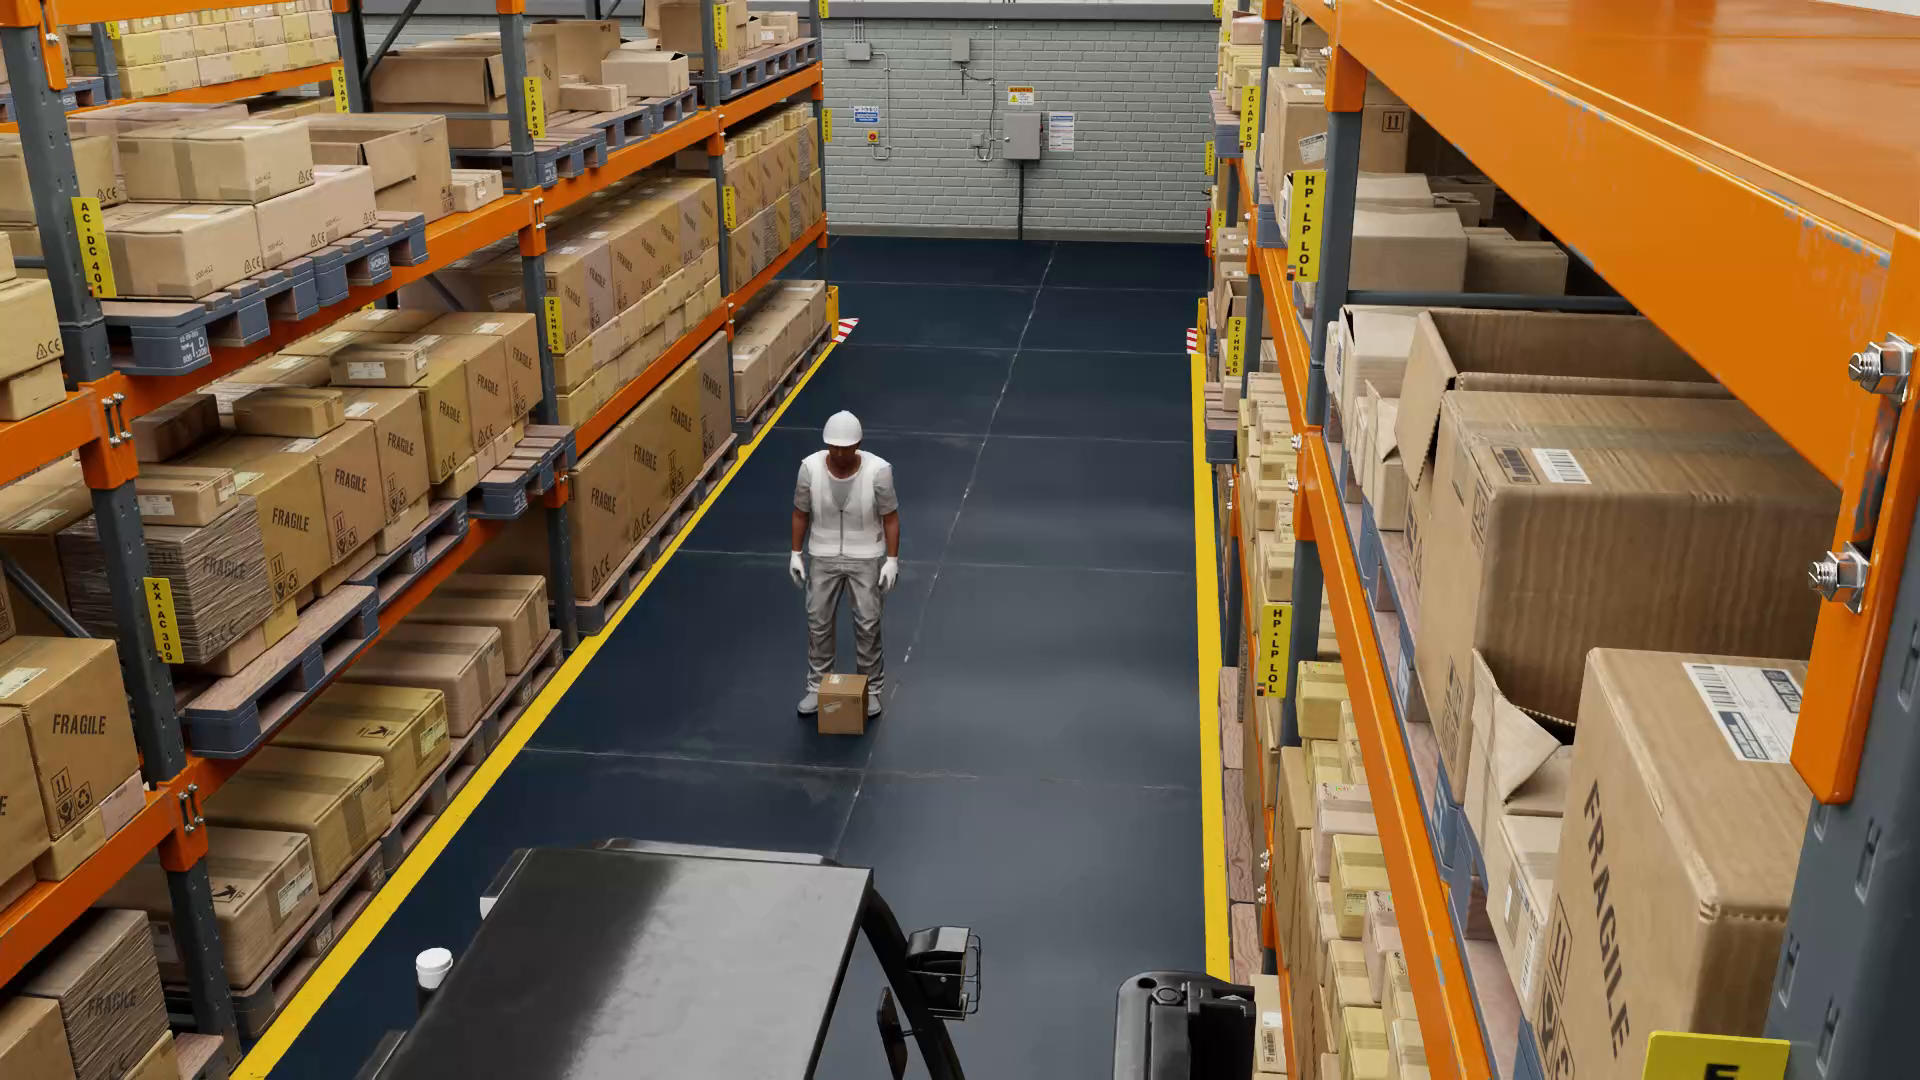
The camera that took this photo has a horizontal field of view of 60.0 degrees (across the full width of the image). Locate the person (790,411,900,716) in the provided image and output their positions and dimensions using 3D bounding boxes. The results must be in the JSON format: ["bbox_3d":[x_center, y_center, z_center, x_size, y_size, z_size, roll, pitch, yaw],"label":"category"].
[{"bbox_3d":[-0.644,0.123,9.247,0.615,1.773,0.451,2,21,6],"label":"person"}]
